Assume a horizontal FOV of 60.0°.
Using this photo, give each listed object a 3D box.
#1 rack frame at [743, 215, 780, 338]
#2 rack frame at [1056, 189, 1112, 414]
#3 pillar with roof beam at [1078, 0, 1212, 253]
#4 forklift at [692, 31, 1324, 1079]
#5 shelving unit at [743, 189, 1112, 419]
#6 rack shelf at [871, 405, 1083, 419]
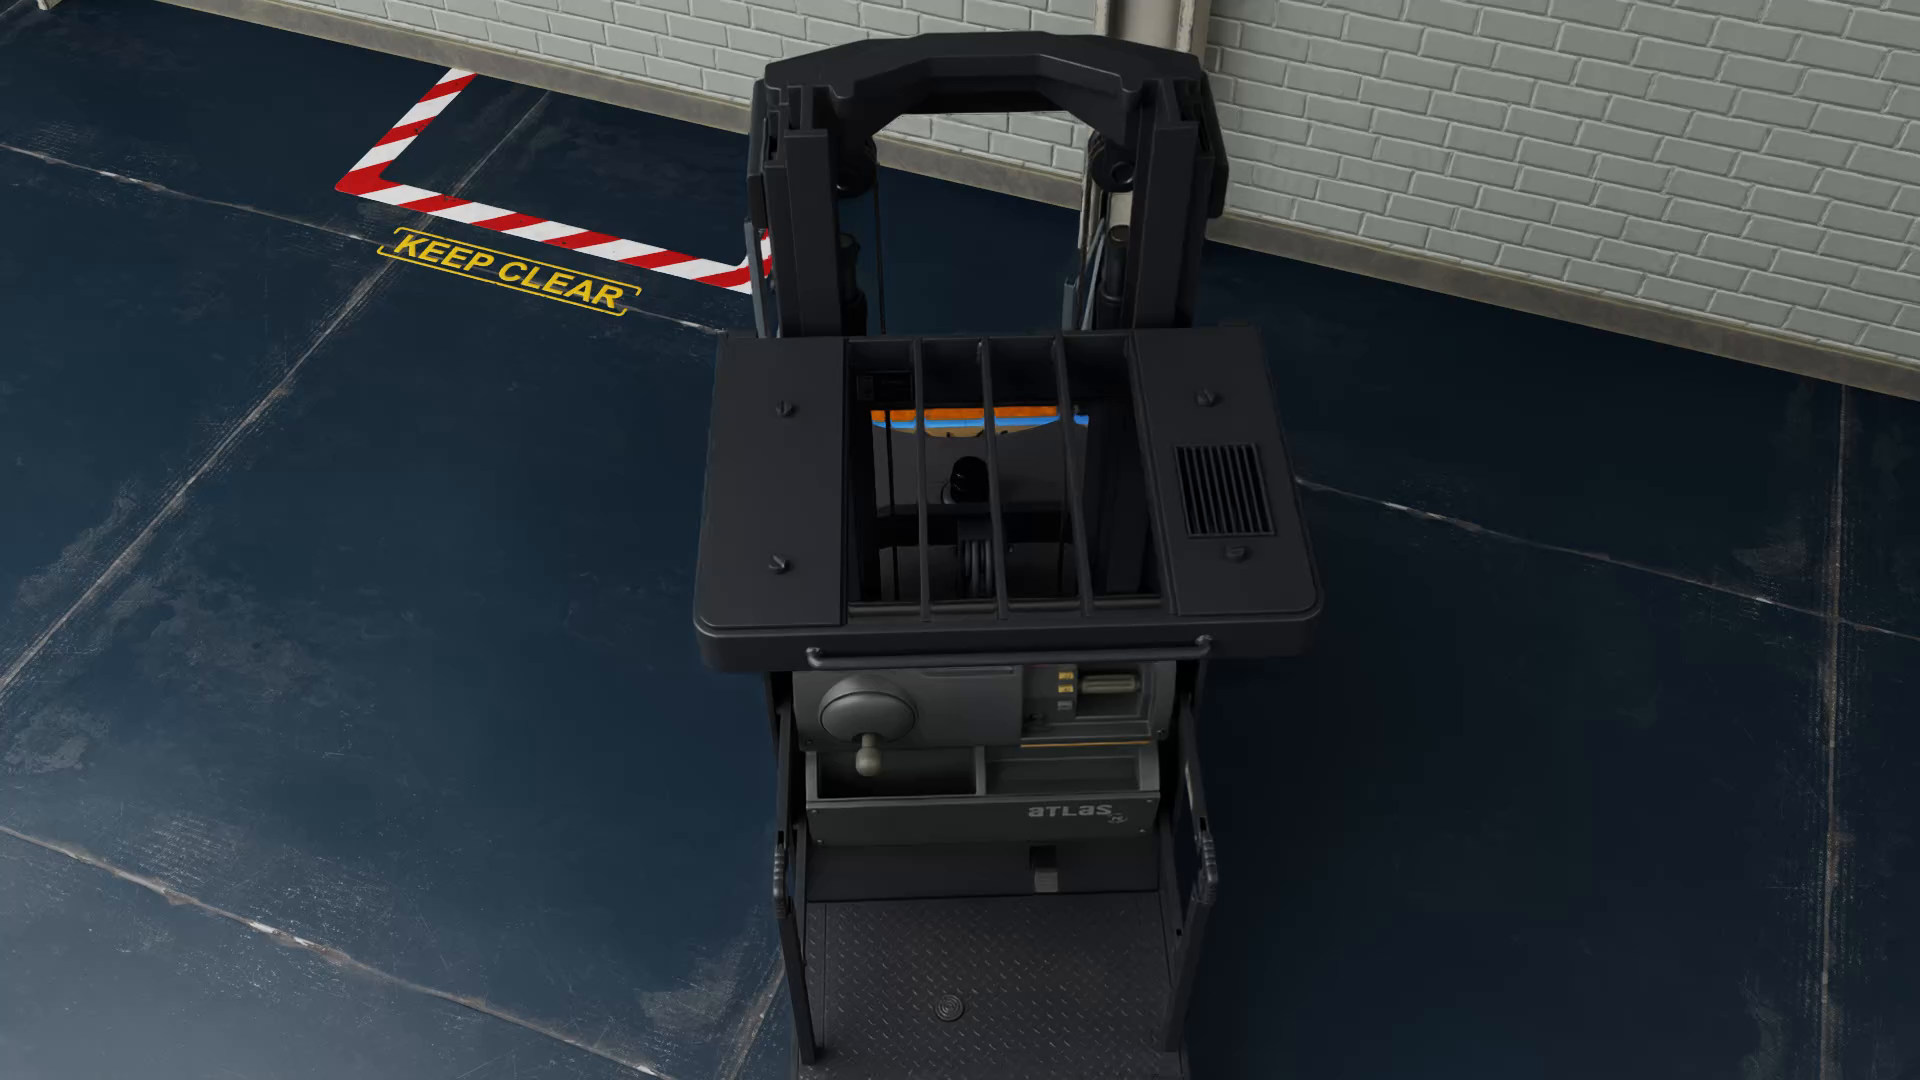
[{"bbox_3d":[-0.580,-0.659,5.829,0.032,1.500,0.500,13,50,11],"label":"rack frame"},{"bbox_3d":[0.394,-0.438,5.637,0.032,1.500,0.500,13,50,11],"label":"rack frame"},{"bbox_3d":[-0.732,-1.236,1.366,0.400,9.000,9.100,16,51,13],"label":"pillar with roof beam"},{"bbox_3d":[0.070,0.473,3.901,1.130,2.935,3.031,-2,49,-1],"label":"forklift"},{"bbox_3d":[-0.084,-0.547,5.731,1.083,1.500,0.587,13,50,11],"label":"shelving unit"},{"bbox_3d":[-0.093,-0.431,5.869,1.000,0.185,0.538,13,50,11],"label":"rack shelf"}]
